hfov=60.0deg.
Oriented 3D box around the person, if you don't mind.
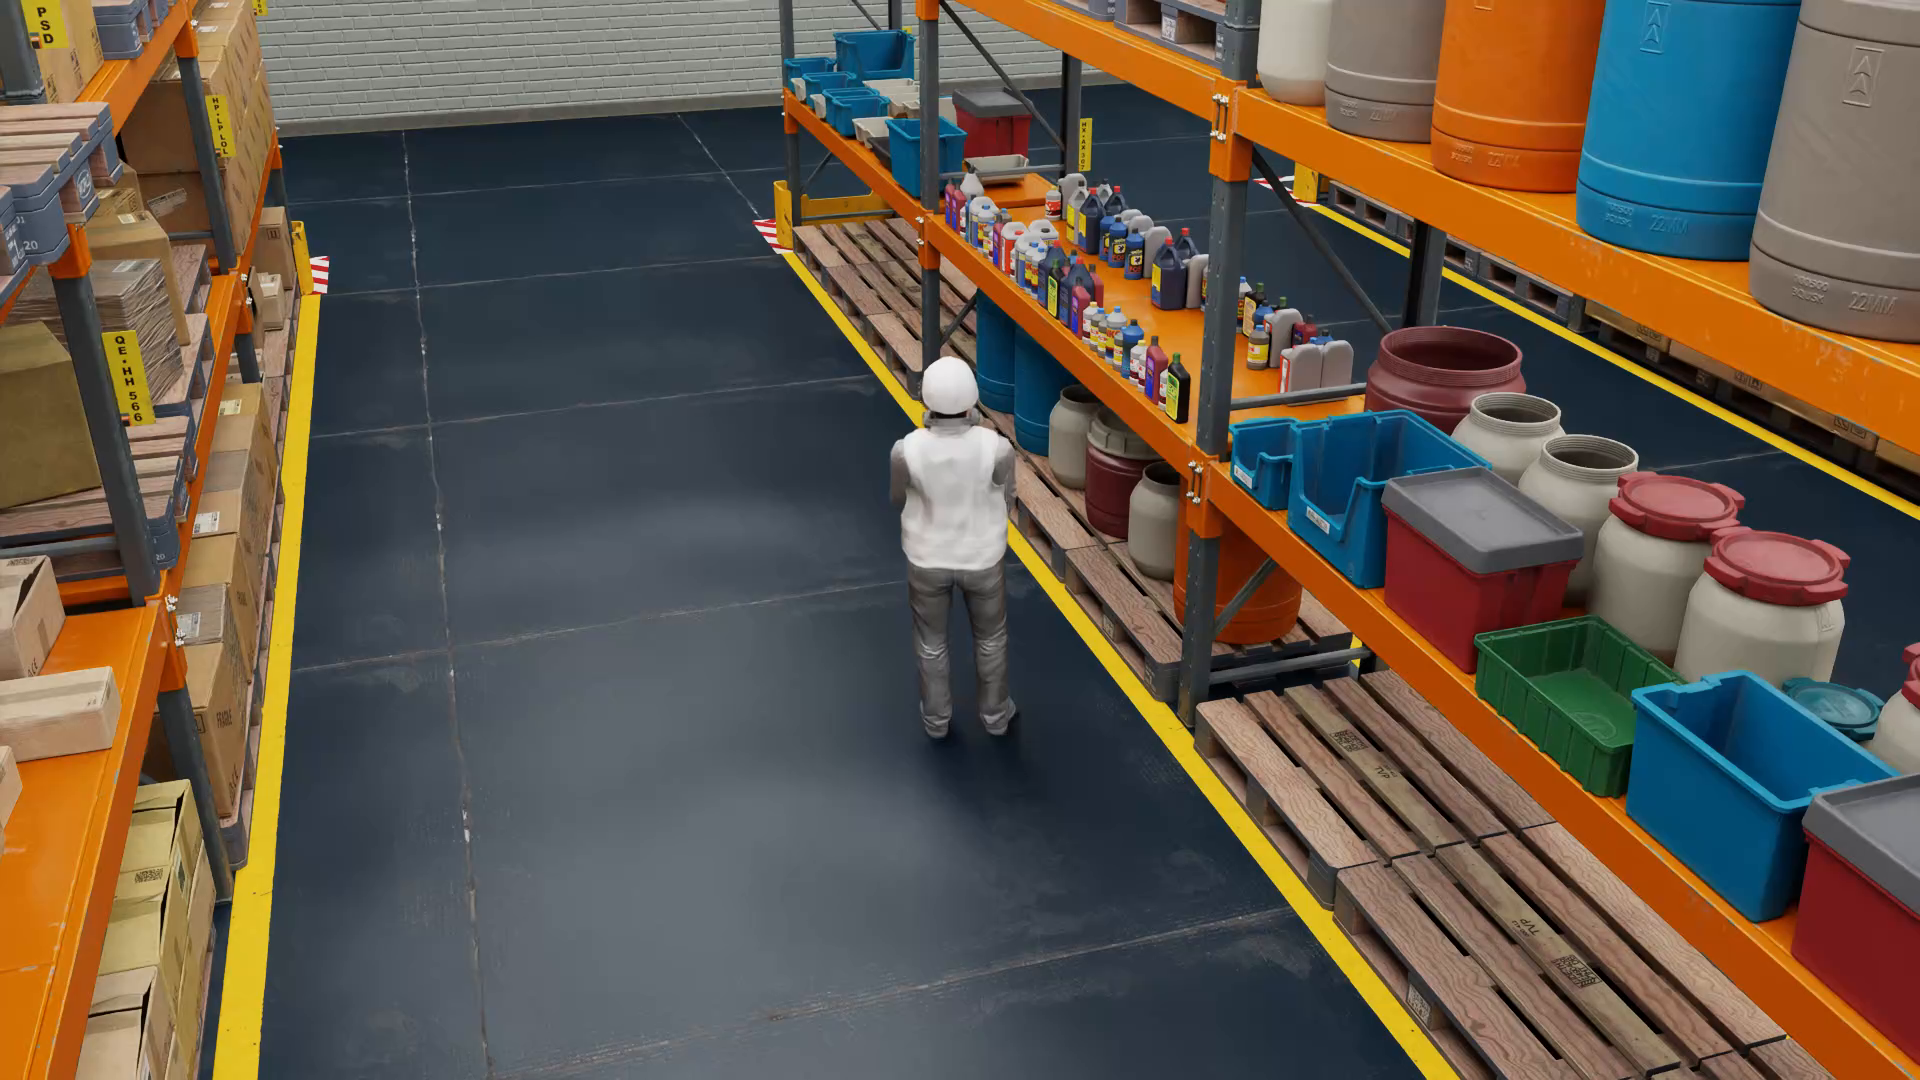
[{"bbox_3d":[-0.020,0.032,7.016,0.545,1.774,0.494,1,26,1],"label":"person"}]
